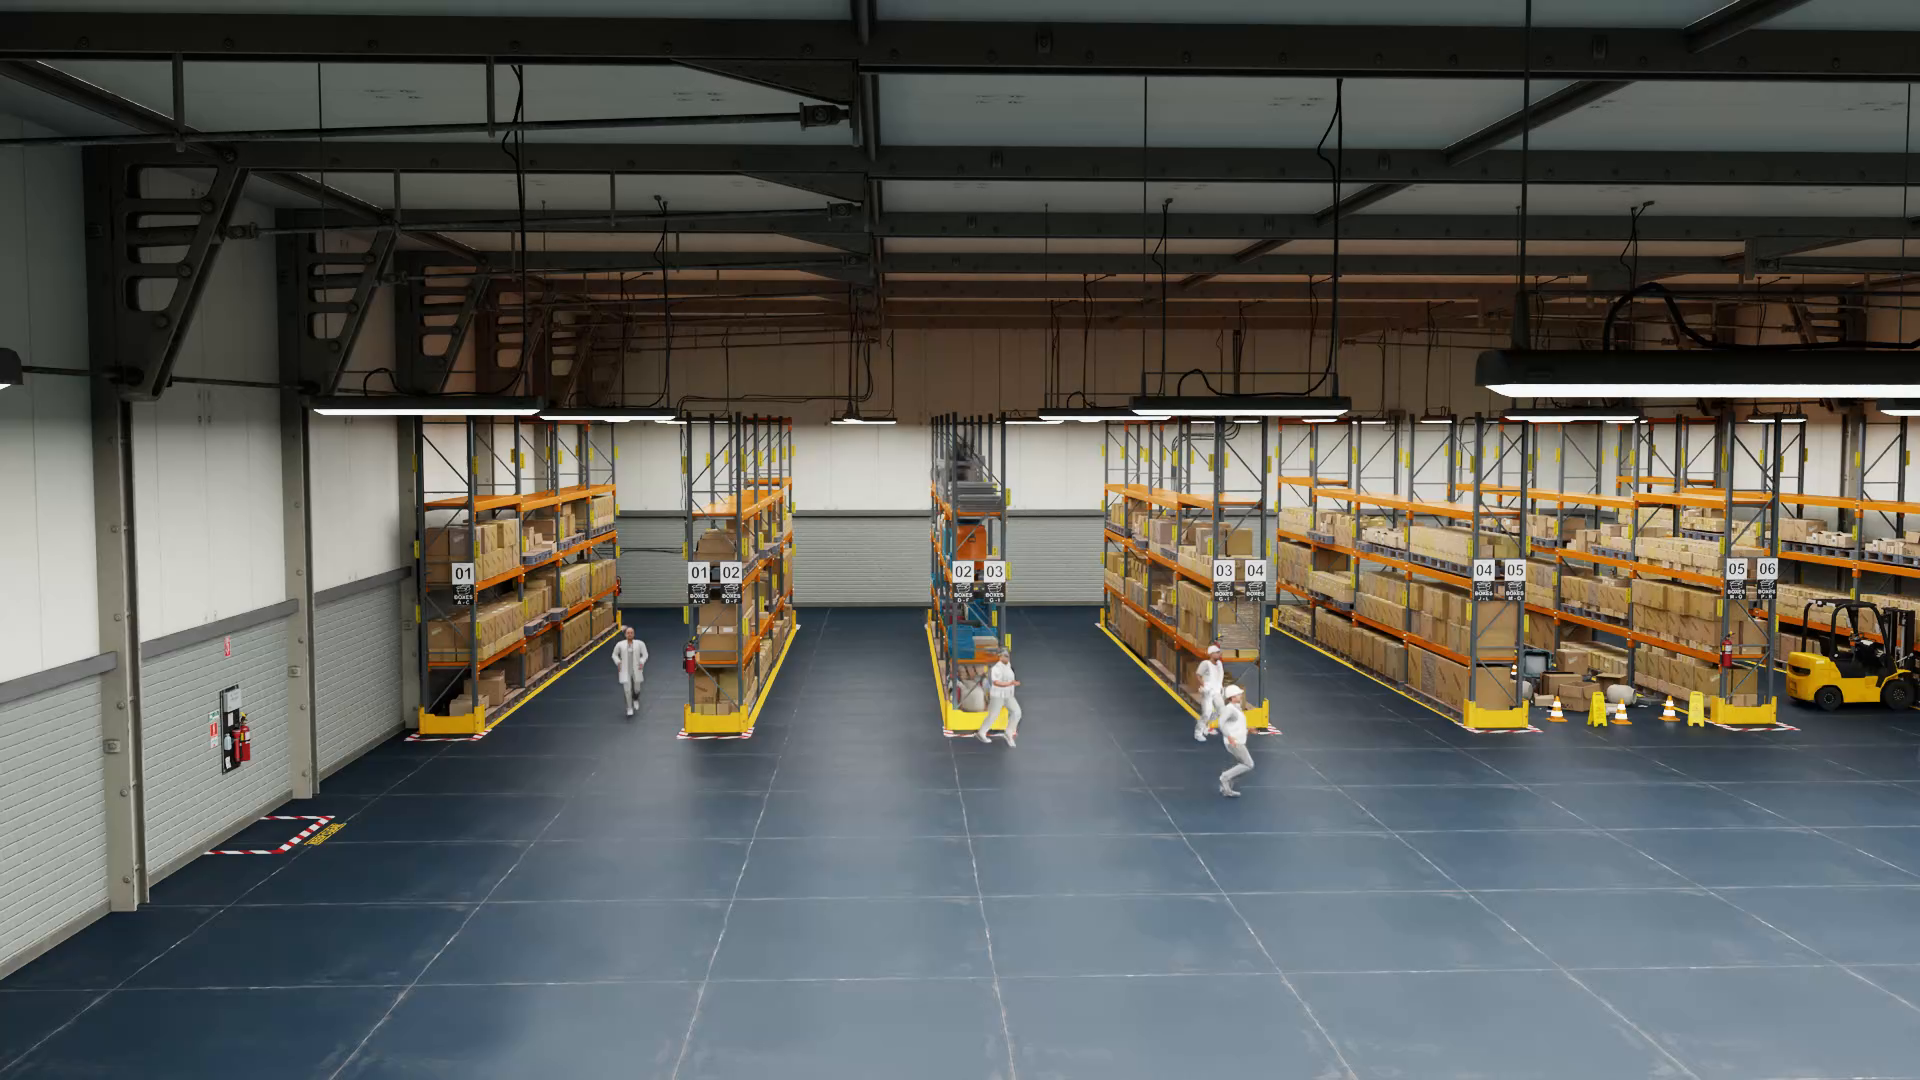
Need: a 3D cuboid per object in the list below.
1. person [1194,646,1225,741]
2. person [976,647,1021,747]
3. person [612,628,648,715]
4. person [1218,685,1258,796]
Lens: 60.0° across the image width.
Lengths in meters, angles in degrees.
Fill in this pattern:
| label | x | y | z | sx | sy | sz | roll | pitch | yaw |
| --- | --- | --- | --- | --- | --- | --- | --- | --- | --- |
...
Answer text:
| label | x | y | z | sx | sy | sz | roll | pitch | yaw |
| --- | --- | --- | --- | --- | --- | --- | --- | --- | --- |
| person | 4.631 | 2.794 | 30.416 | 0.740 | 1.719 | 0.522 | -3 | 5 | -38 |
| person | 0.750 | 2.818 | 29.826 | 0.907 | 1.830 | 0.675 | 3 | 5 | 38 |
| person | -6.559 | 2.606 | 33.062 | 0.707 | 1.724 | 0.653 | -1 | 4 | -13 |
| person | 4.296 | 3.108 | 25.653 | 0.575 | 1.728 | 0.649 | 1 | 4 | 17 |
